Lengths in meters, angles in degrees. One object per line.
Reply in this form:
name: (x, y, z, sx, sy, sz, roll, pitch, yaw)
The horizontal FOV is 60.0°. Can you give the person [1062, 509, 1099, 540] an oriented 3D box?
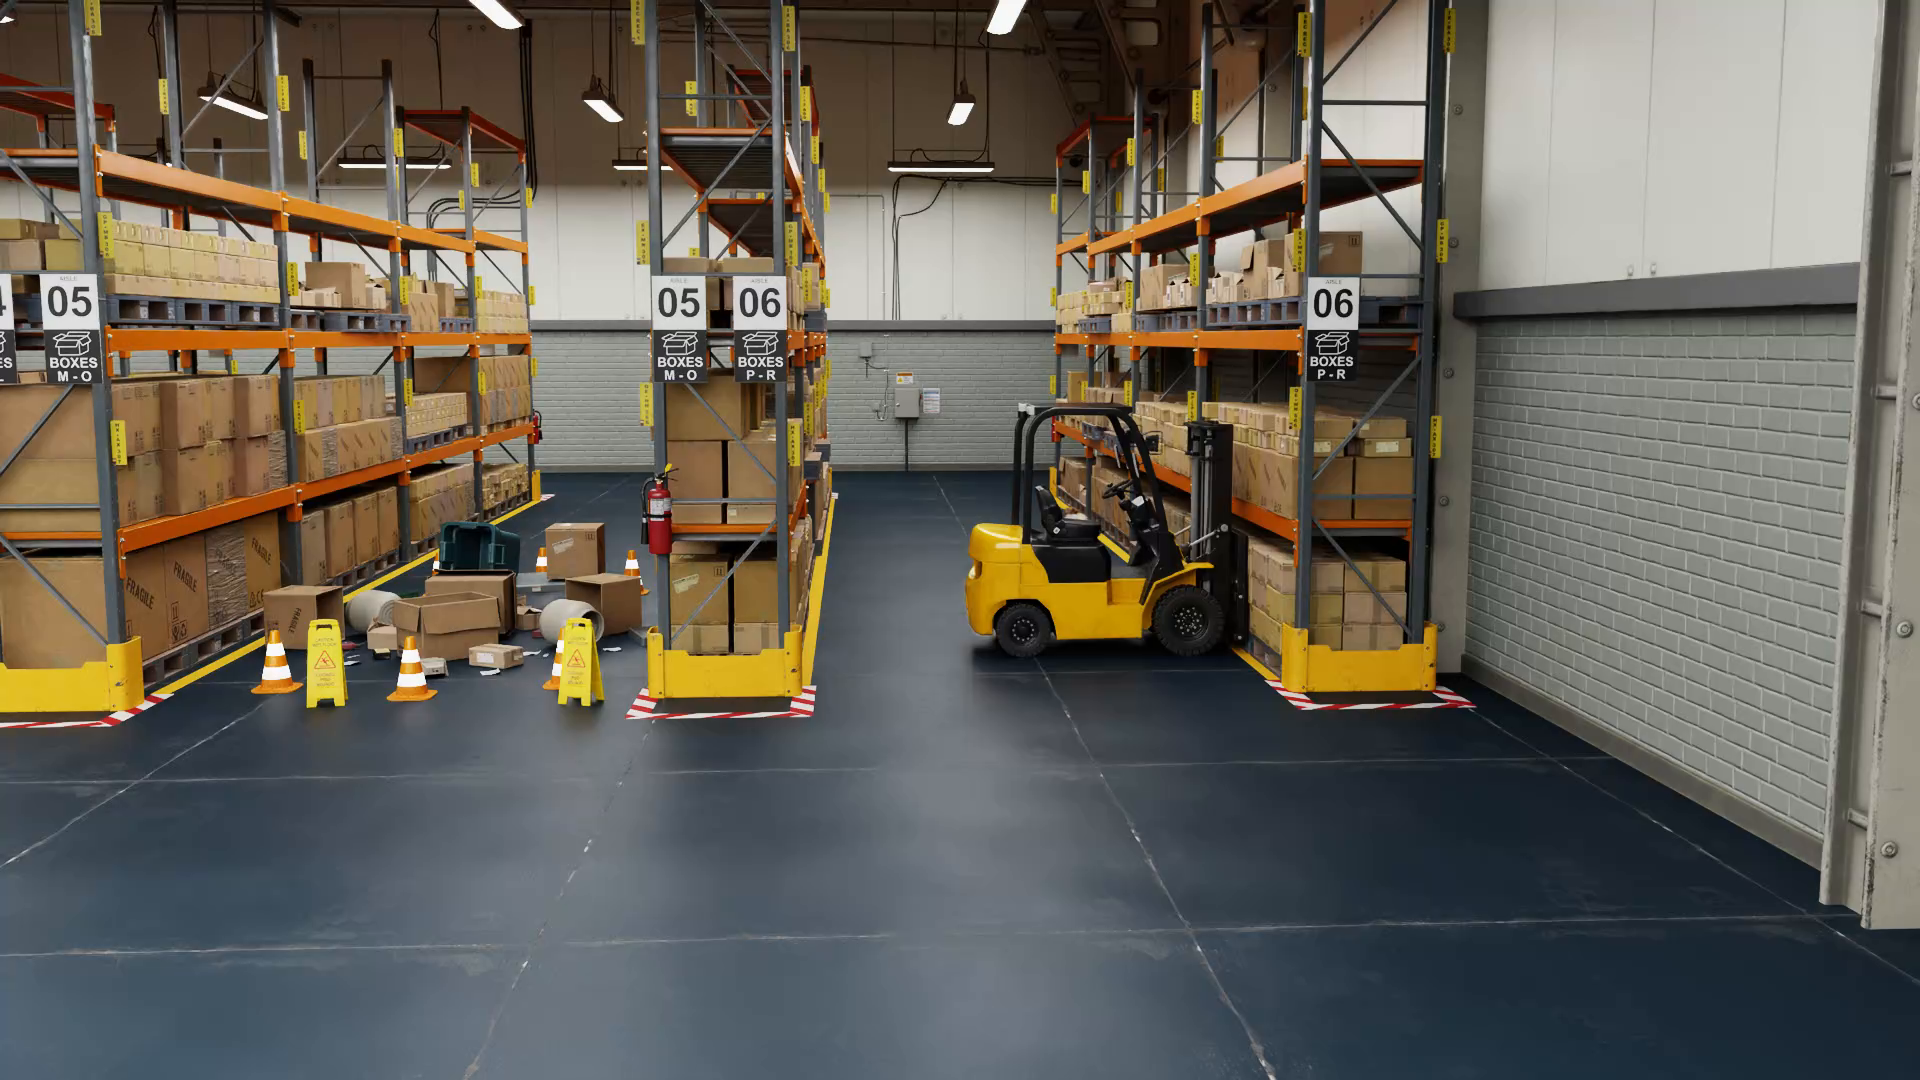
person: (1.211, 0.177, 17.364, 0.476, 0.936, 0.863, -1, 7, -6)
